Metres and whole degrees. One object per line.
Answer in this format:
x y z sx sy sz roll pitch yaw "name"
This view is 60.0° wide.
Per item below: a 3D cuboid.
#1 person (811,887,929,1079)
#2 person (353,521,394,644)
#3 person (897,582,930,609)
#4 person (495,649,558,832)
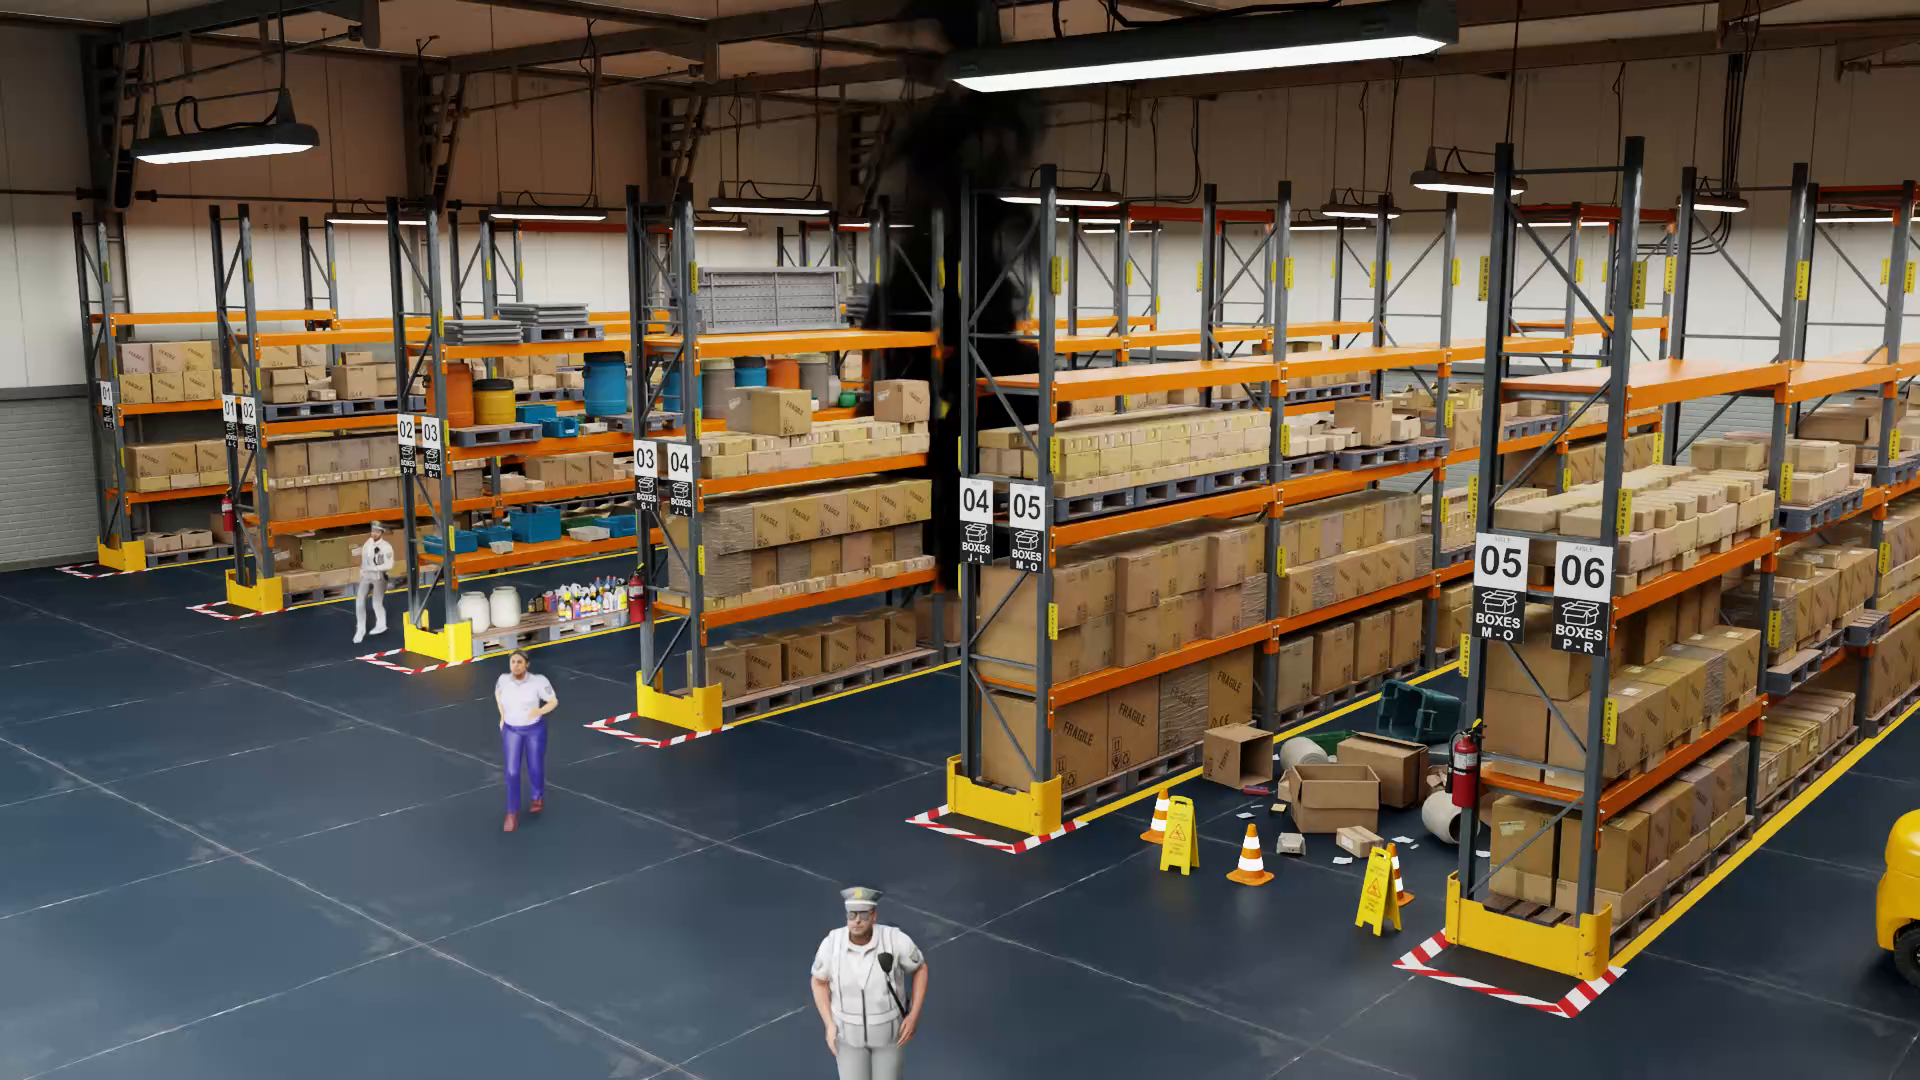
-0.513 2.761 9.502 0.669 1.770 0.662 0 9 1 "person"
-8.032 0.573 22.899 0.604 1.723 0.645 2 10 10 "person"
-0.703 0.271 24.597 0.543 1.736 0.713 5 11 30 "person"
-4.019 1.831 15.404 0.577 1.700 0.739 -1 10 -7 "person"
